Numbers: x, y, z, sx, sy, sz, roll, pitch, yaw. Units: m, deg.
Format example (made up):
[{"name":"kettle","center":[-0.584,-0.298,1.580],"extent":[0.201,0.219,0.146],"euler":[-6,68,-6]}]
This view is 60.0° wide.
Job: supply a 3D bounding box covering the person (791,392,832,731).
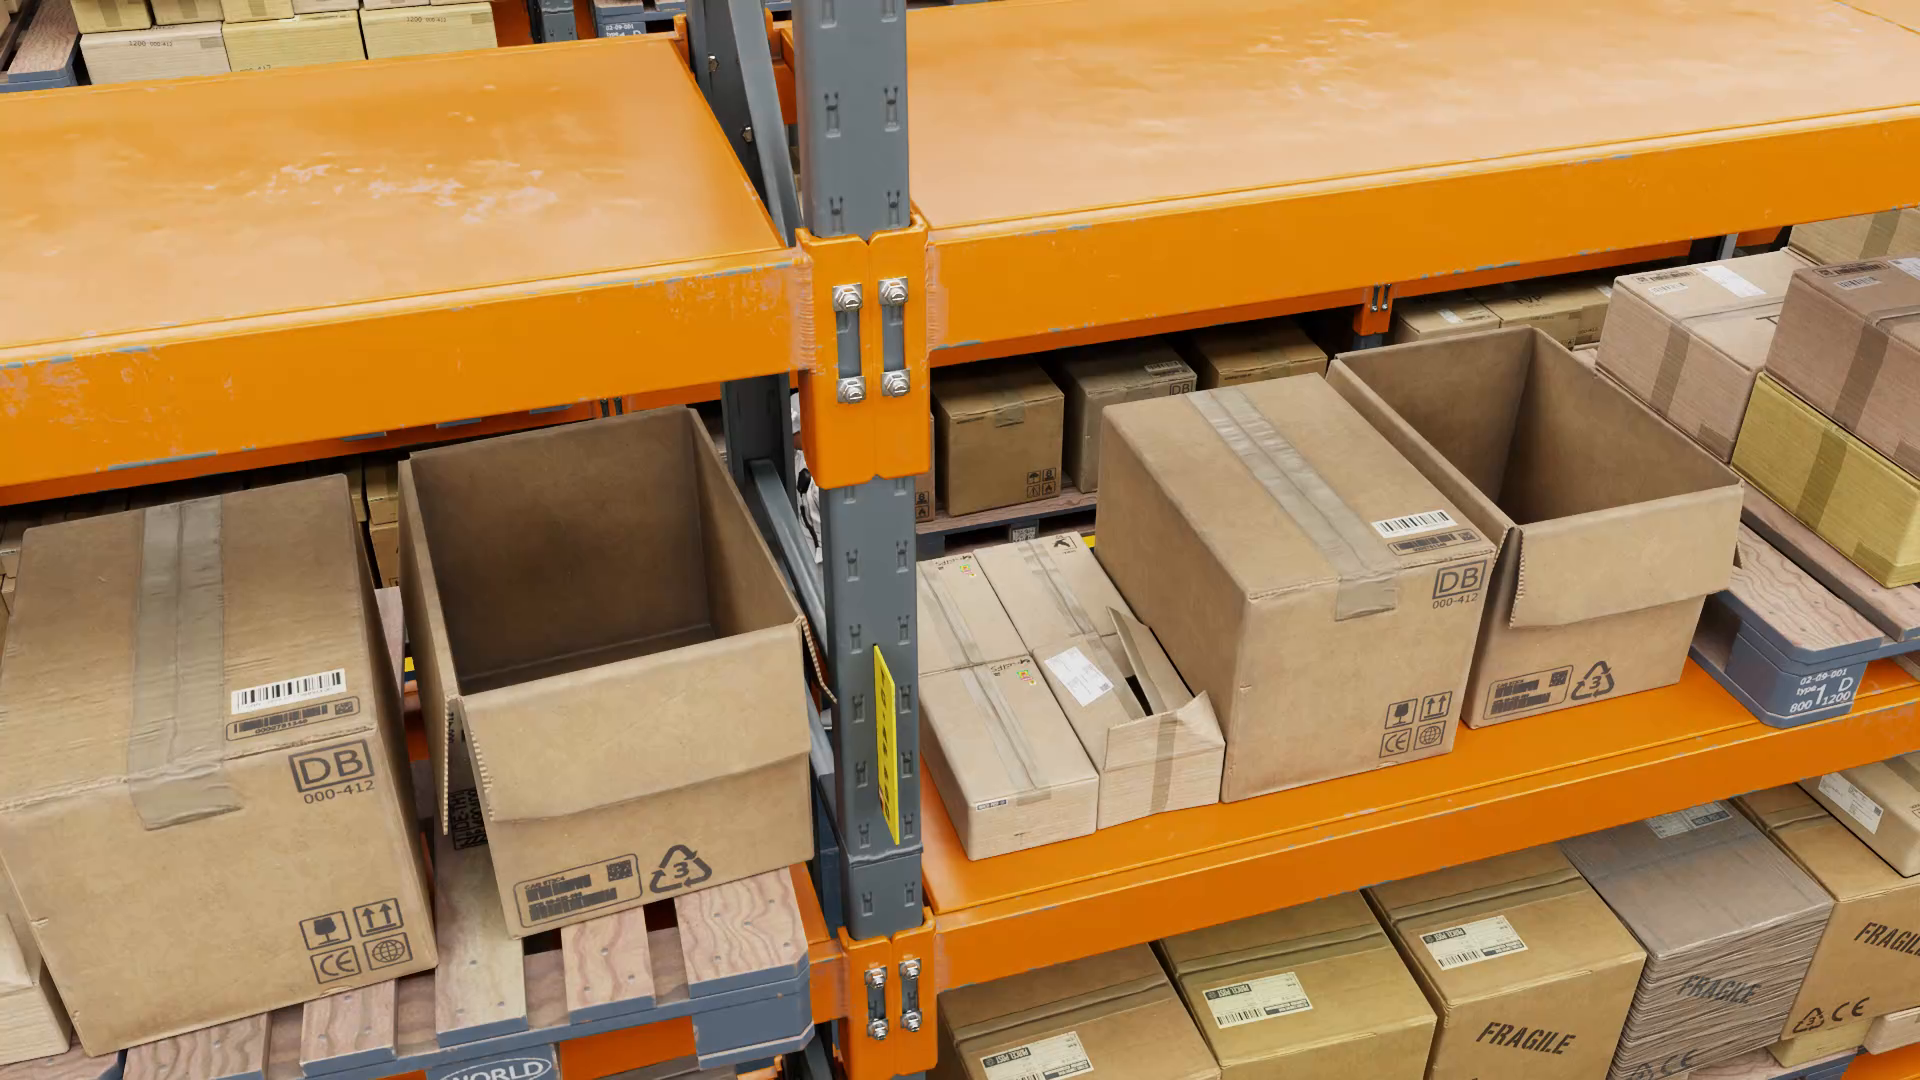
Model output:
[{"name":"person","center":[-0.588,0.063,7.338],"extent":[0.465,1.667,0.539],"euler":[-10,35,-14]}]
